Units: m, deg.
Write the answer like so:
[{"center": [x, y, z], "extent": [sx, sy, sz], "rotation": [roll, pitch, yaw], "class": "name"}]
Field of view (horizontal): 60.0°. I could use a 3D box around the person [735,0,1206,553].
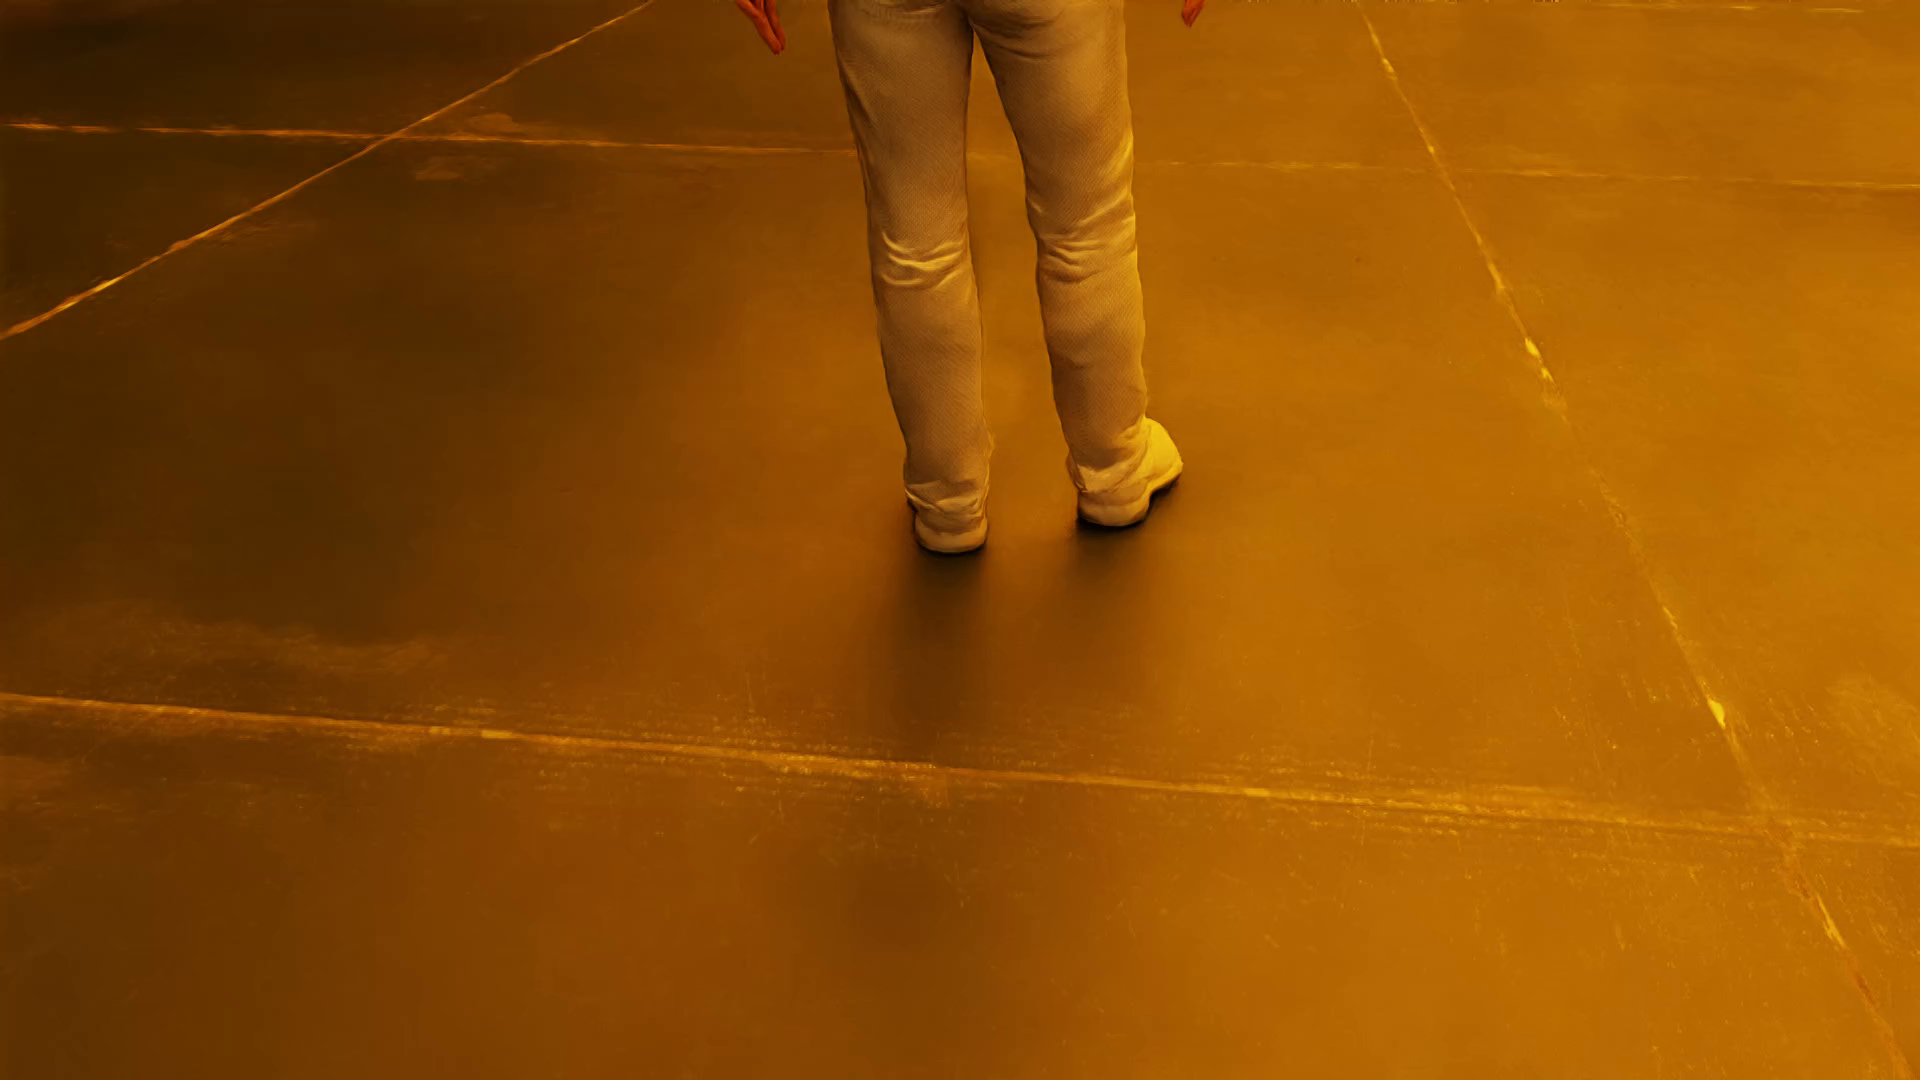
[{"center": [0.015, -0.827, 2.164], "extent": [0.665, 1.766, 0.576], "rotation": [3, 27, 7], "class": "person"}]
